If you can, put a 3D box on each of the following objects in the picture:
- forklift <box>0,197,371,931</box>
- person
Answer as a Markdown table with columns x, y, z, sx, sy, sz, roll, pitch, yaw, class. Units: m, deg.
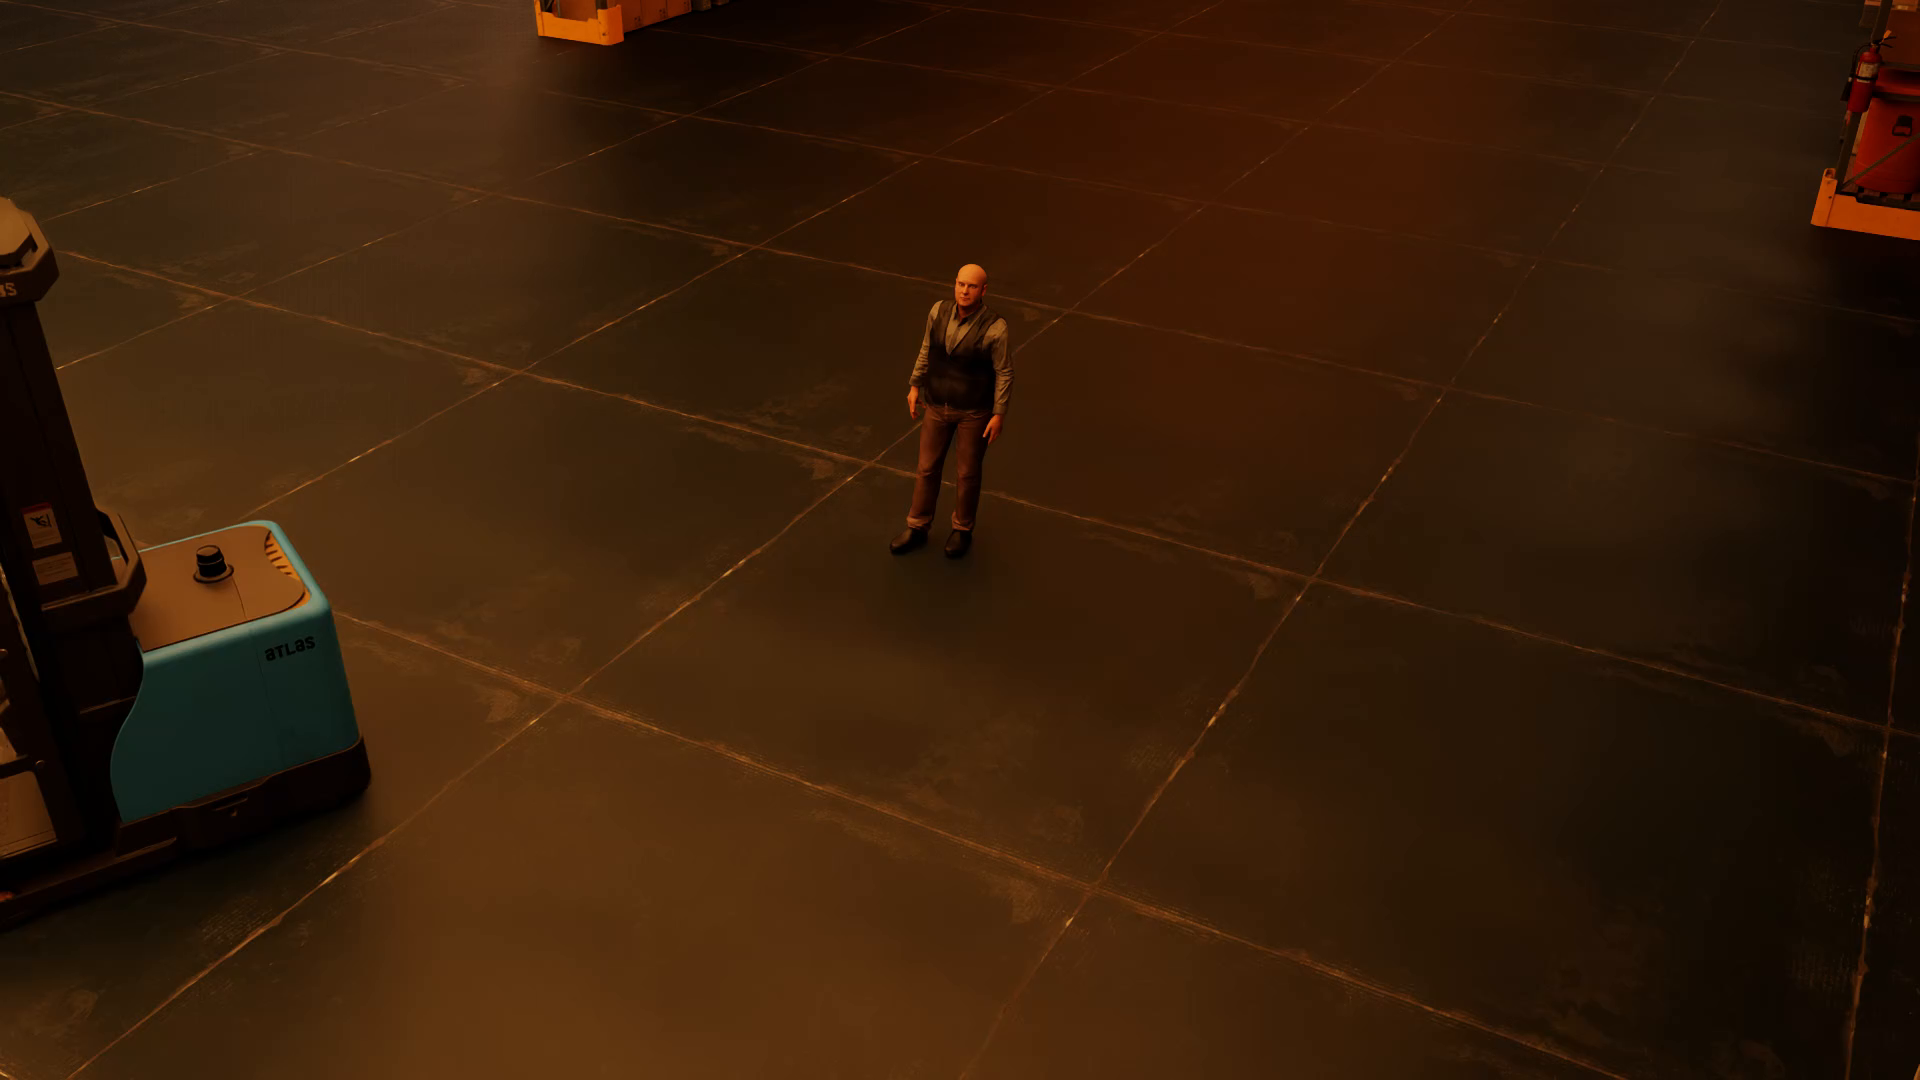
| x | y | z | sx | sy | sz | roll | pitch | yaw | class |
| --- | --- | --- | --- | --- | --- | --- | --- | --- | --- |
| -4.304 | 0.151 | 6.808 | 3.031 | 2.935 | 1.130 | -19 | 35 | -29 | forklift |
| -0.037 | -0.727 | 9.526 | 0.632 | 1.720 | 0.568 | 15 | 33 | 25 | person |
